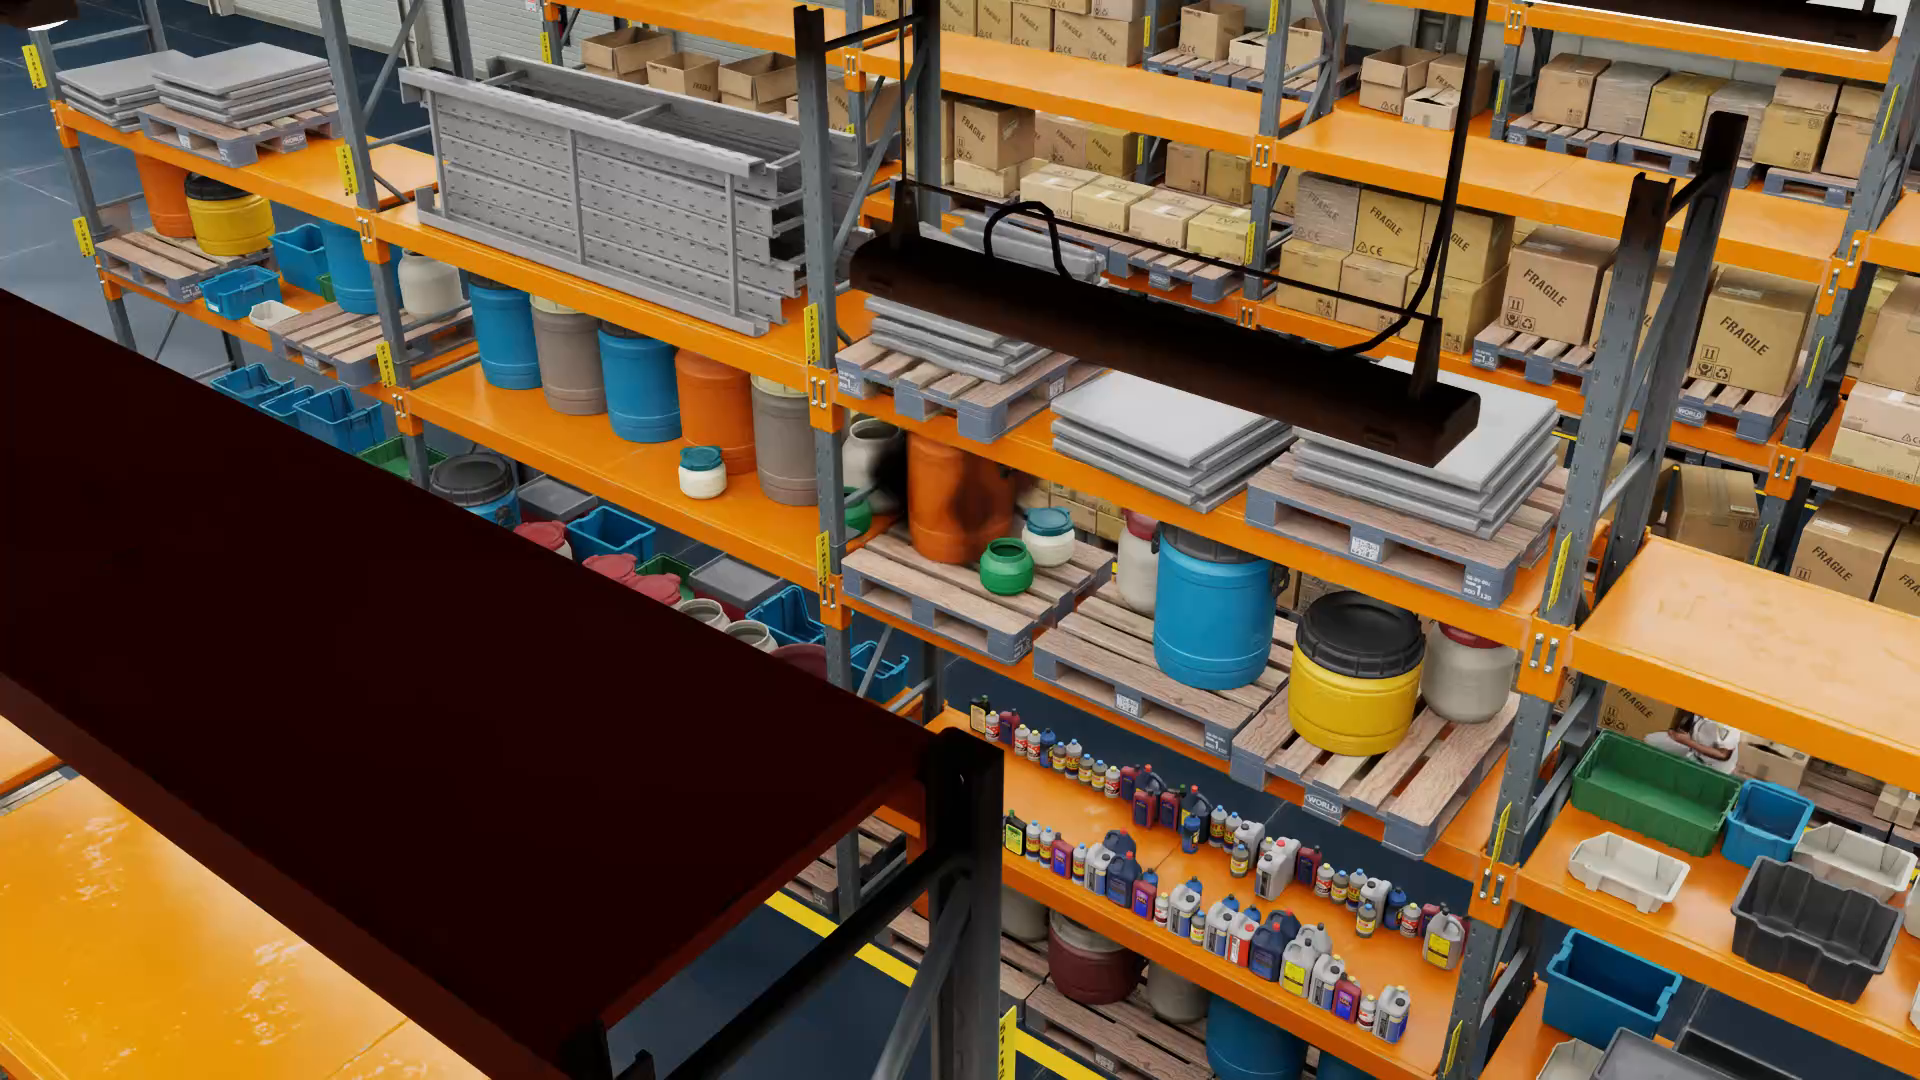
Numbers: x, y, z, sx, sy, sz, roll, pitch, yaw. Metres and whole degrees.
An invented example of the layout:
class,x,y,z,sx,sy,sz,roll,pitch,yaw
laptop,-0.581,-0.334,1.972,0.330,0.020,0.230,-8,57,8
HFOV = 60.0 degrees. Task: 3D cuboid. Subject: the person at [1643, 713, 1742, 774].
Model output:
class,x,y,z,sx,sy,sz,roll,pitch,yaw
person,5.027,1.446,11.247,1.010,1.648,0.631,22,38,31
